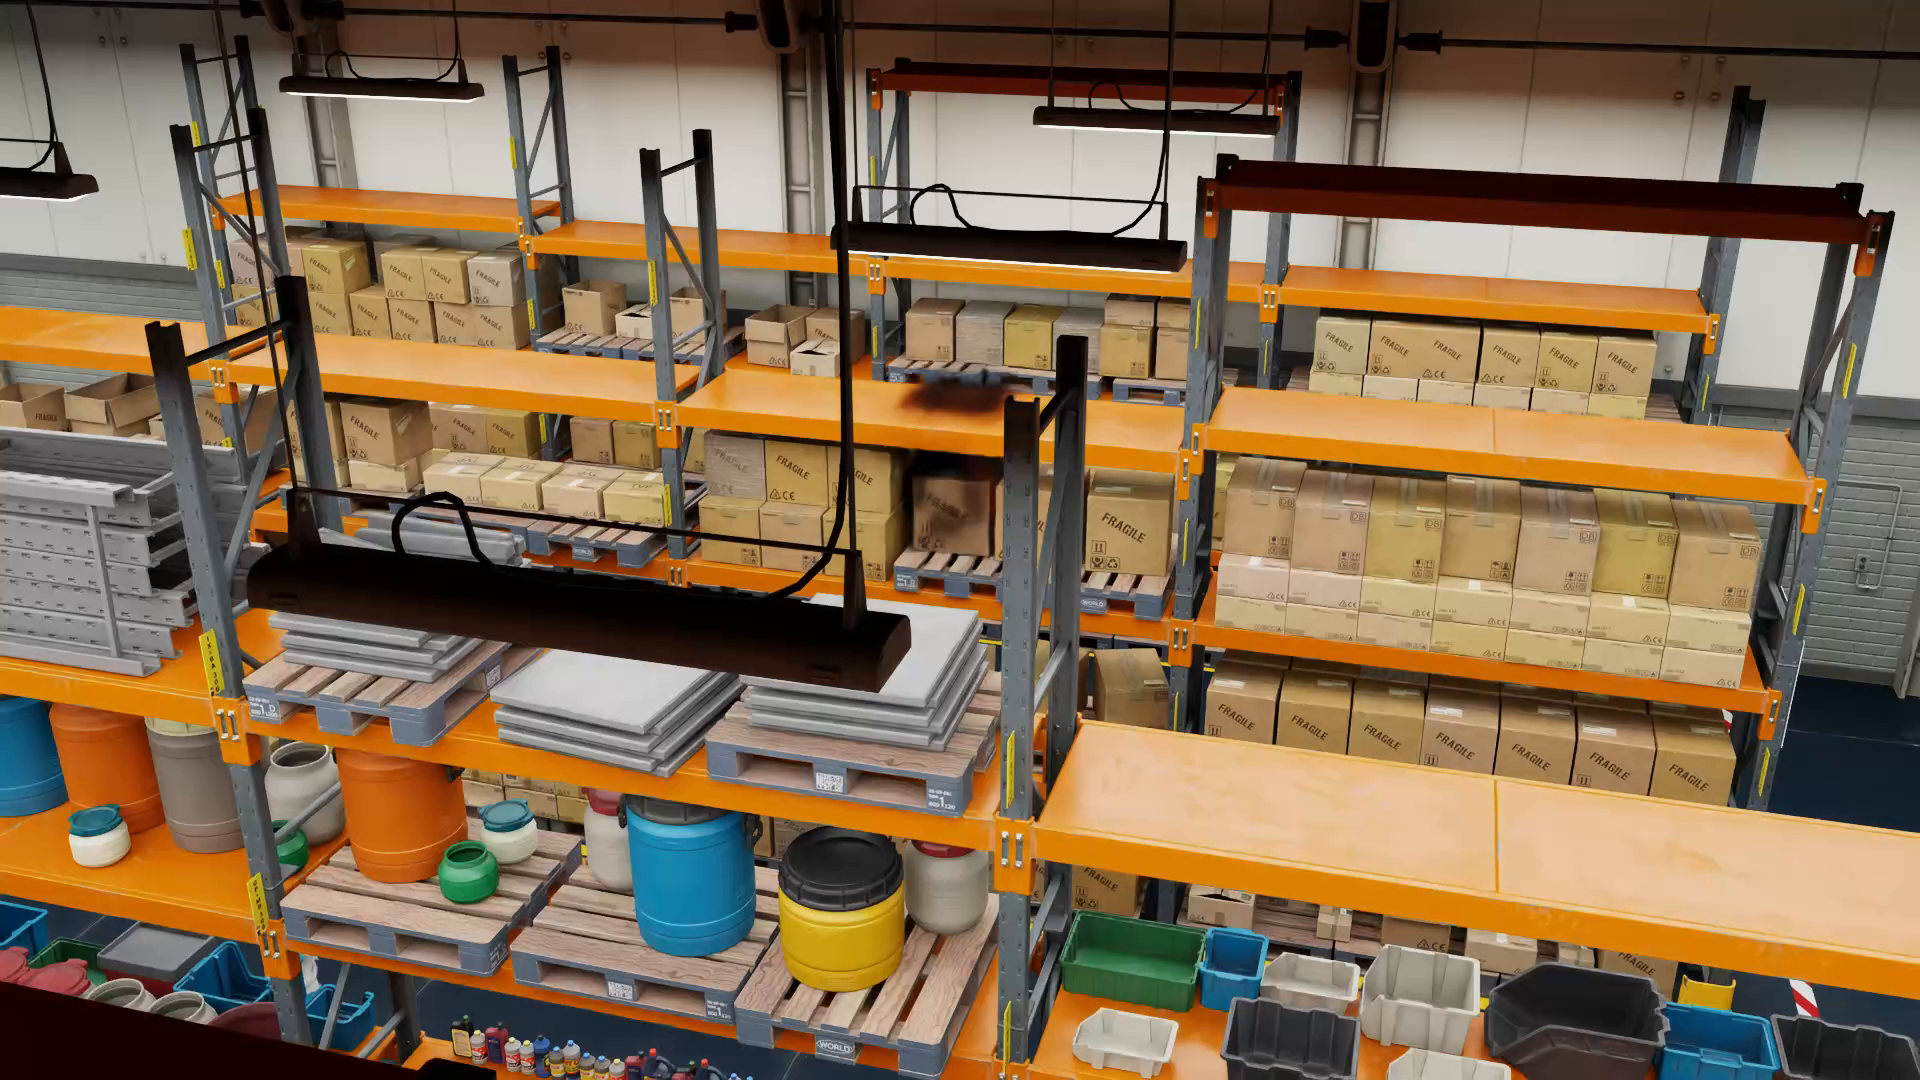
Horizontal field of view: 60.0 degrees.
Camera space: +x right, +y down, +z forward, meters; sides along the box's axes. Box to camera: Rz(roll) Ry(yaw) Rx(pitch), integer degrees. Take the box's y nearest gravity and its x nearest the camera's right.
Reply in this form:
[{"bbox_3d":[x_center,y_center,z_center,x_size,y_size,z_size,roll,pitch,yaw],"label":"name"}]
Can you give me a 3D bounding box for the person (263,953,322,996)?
[{"bbox_3d":[-4.472,2.991,11.251,0.443,1.816,0.564,-14,26,-29],"label":"person"}]
